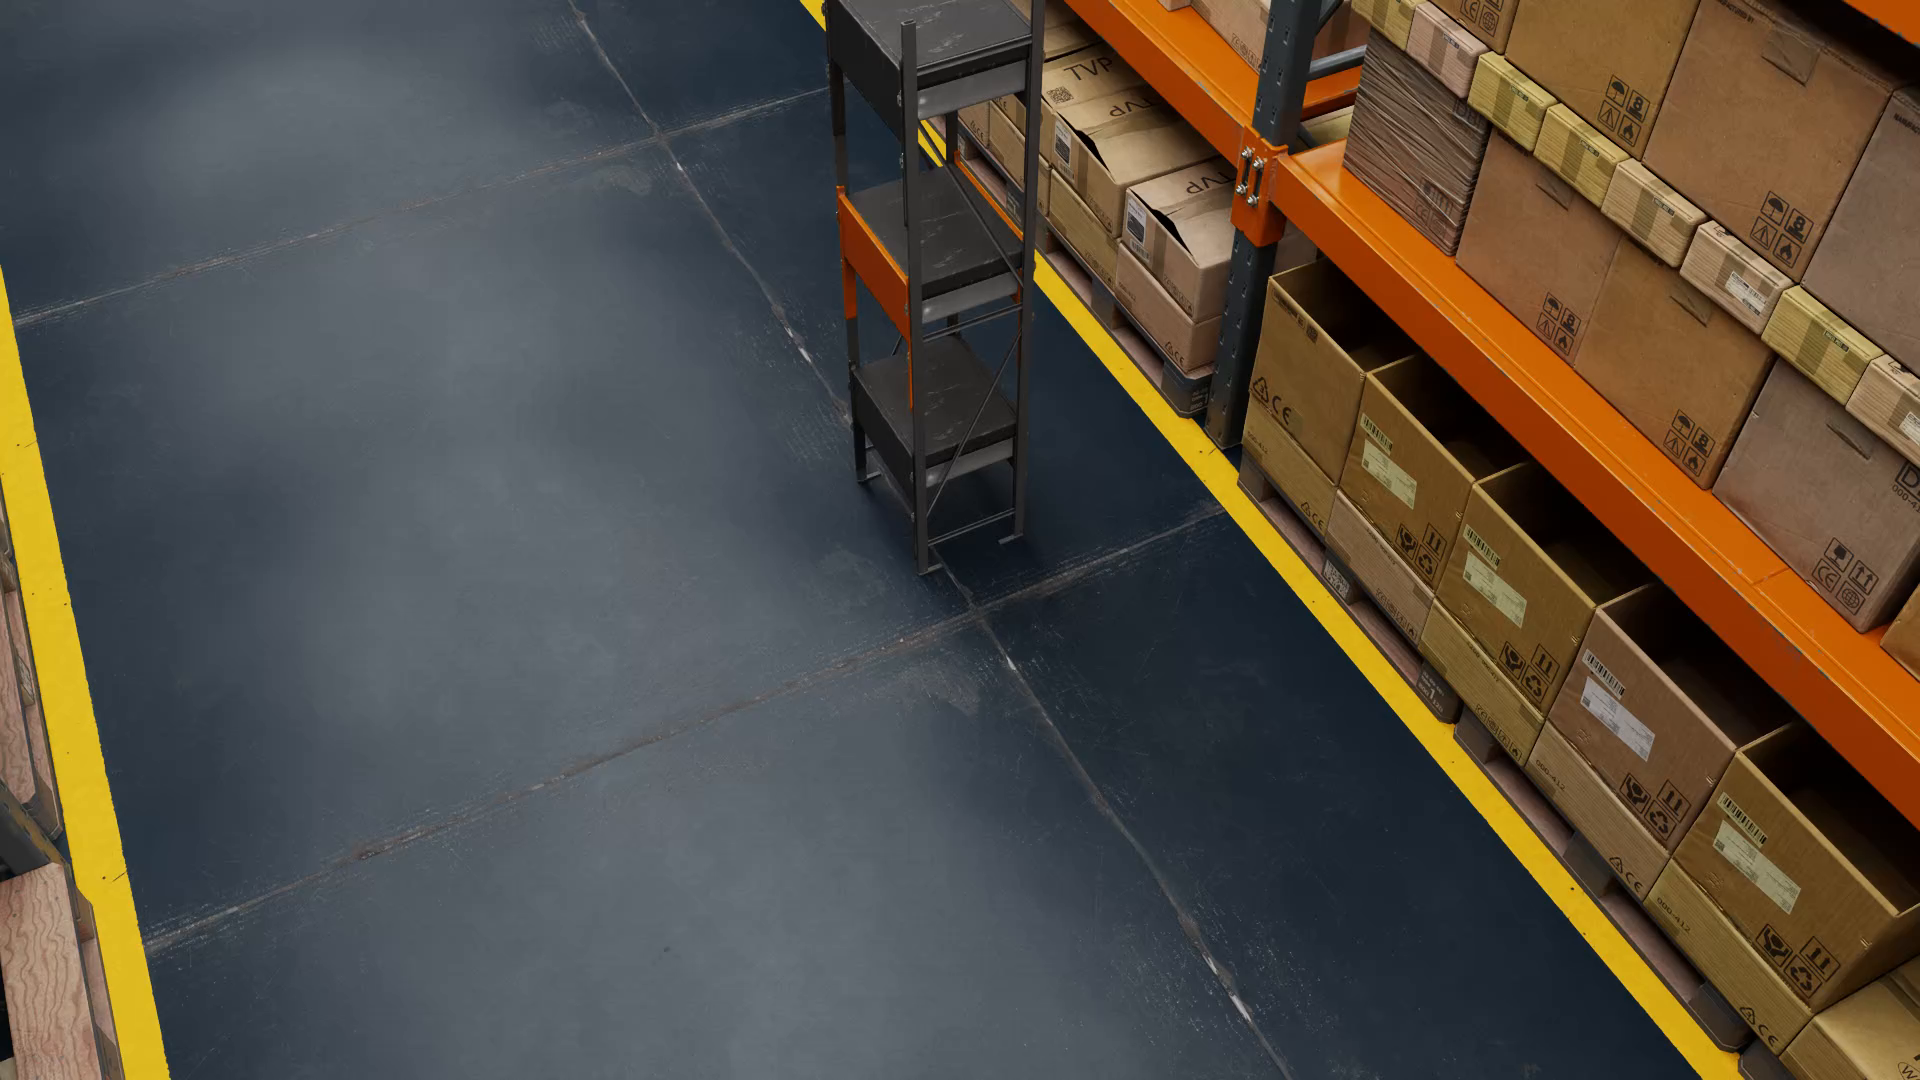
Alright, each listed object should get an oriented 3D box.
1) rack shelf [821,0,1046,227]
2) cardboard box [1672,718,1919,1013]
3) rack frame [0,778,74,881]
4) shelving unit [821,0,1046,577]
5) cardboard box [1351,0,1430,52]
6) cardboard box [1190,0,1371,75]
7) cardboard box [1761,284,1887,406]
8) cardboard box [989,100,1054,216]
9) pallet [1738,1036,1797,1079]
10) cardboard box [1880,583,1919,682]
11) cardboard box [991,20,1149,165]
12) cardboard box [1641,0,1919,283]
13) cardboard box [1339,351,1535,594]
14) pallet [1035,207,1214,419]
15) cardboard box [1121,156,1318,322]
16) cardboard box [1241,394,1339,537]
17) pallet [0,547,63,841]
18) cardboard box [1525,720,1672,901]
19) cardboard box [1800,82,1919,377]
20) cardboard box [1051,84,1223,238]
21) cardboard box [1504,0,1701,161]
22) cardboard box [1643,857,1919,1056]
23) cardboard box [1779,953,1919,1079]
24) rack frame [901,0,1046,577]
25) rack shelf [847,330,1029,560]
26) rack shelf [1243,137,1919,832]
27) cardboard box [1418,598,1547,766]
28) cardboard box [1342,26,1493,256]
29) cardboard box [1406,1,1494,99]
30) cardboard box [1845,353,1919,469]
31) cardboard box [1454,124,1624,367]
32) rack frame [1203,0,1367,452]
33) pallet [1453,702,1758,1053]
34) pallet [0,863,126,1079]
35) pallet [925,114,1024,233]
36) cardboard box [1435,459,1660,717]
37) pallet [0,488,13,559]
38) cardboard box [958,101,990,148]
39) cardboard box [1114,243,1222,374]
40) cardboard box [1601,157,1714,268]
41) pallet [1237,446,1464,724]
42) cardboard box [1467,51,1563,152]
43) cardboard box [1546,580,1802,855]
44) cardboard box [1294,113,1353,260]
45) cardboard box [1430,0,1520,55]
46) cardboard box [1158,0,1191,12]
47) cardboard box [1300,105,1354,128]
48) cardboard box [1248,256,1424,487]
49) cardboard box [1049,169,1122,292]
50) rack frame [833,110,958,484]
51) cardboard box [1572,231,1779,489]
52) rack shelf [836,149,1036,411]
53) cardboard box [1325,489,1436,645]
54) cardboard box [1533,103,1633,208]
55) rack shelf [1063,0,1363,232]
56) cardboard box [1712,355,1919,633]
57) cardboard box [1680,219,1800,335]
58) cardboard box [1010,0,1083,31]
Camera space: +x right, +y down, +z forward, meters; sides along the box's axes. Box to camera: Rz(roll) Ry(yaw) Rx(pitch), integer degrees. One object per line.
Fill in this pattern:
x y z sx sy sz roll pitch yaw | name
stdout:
-0.076 -1.254 4.540 0.431 0.518 0.480 -21 52 -18 | rack shelf
2.214 0.758 4.144 0.500 0.500 0.500 -21 52 -18 | cardboard box
-3.039 0.190 3.591 1.000 3.000 0.127 -21 52 -18 | rack frame
-0.076 -0.802 5.057 0.431 2.100 0.503 -21 52 -18 | shelving unit
1.315 -1.518 4.588 0.380 0.149 0.250 -21 52 -18 | cardboard box
1.100 -1.784 5.417 0.500 0.250 0.500 -18 51 -15 | cardboard box
2.027 -0.483 3.682 0.380 0.149 0.250 -22 52 -18 | cardboard box
0.452 -1.611 6.714 0.500 0.250 0.500 -20 52 -17 | cardboard box
2.807 1.579 4.228 1.003 0.211 1.213 -21 52 -18 | pallet
2.526 0.125 3.582 0.700 0.500 0.500 -21 52 -17 | cardboard box
0.454 -1.789 6.497 0.500 0.311 0.500 -21 52 -18 | cardboard box
2.034 -1.010 3.713 0.700 0.500 0.500 -21 52 -18 | cardboard box
1.534 -0.248 5.024 0.500 0.500 0.500 -21 52 -18 | cardboard box
0.992 -1.080 6.554 1.003 0.211 1.213 -21 52 -18 | pallet
0.924 -1.108 5.902 0.500 0.311 0.500 -21 52 -18 | cardboard box
1.307 -0.337 5.599 0.500 0.250 0.500 -21 52 -18 | cardboard box
-3.396 0.588 5.096 1.003 0.211 1.213 -21 52 -18 | pallet
1.989 0.669 4.720 0.500 0.250 0.500 -21 52 -18 | cardboard box
2.262 -0.676 3.420 0.700 0.500 0.500 -21 52 -17 | cardboard box
0.680 -1.454 6.204 0.500 0.311 0.500 -20 52 -17 | cardboard box
1.805 -1.346 4.006 0.700 0.500 0.500 -21 52 -18 | cardboard box
2.217 1.004 4.427 0.500 0.250 0.500 -21 52 -18 | cardboard box
2.447 1.338 4.135 0.500 0.250 0.500 -21 52 -18 | cardboard box
0.036 -0.639 4.914 0.400 2.100 0.015 -21 52 -18 | rack frame
-0.076 -0.332 5.594 0.431 0.518 0.480 -21 52 -18 | rack shelf
2.279 0.057 4.185 1.077 0.370 4.000 -21 52 -18 | rack shelf
1.755 0.336 5.011 0.500 0.250 0.500 -21 52 -18 | cardboard box
1.573 -1.257 4.790 0.700 0.500 0.500 -22 53 -18 | cardboard box
1.430 -1.350 4.441 0.380 0.149 0.250 -20 52 -17 | cardboard box
2.139 -0.315 3.536 0.380 0.149 0.250 -22 52 -18 | cardboard box
1.820 -0.906 4.483 0.700 0.500 0.500 -22 52 -18 | cardboard box
1.364 -1.518 5.085 1.000 3.000 0.127 -21 52 -18 | rack frame
2.253 0.764 4.942 1.003 0.211 1.213 -21 52 -18 | pallet
-2.700 1.546 4.258 1.003 0.211 1.213 -21 52 -18 | pallet
0.430 -1.898 7.269 1.003 0.211 1.213 -21 52 -18 | pallet
1.756 0.089 4.729 0.500 0.500 0.500 -21 52 -18 | cardboard box
-3.959 -0.230 5.811 1.003 0.211 1.213 -21 52 -18 | pallet
0.221 -1.952 7.012 0.500 0.250 0.500 -20 52 -17 | cardboard box
0.917 -0.929 6.118 0.500 0.250 0.500 -22 52 -18 | cardboard box
1.783 -0.835 3.990 0.380 0.149 0.250 -23 53 -19 | cardboard box
1.691 -0.054 5.657 1.003 0.211 1.213 -21 52 -18 | pallet
1.550 -1.178 4.290 0.380 0.149 0.250 -22 53 -18 | cardboard box
1.986 0.423 4.437 0.500 0.500 0.500 -21 52 -18 | cardboard box
1.396 -1.298 6.068 0.500 0.311 0.500 -21 52 -17 | cardboard box
1.573 -1.684 4.301 0.700 0.500 0.500 -21 52 -17 | cardboard box
0.798 -1.999 5.595 0.396 0.266 0.258 -22 52 -18 | cardboard box
1.172 -1.635 6.363 0.500 0.311 0.500 -22 52 -18 | cardboard box
1.298 -0.580 5.314 0.500 0.500 0.500 -21 52 -18 | cardboard box
0.687 -1.268 6.414 0.500 0.250 0.500 -22 52 -18 | cardboard box
-0.187 -0.965 5.199 0.400 2.100 0.015 -21 52 -18 | rack frame
2.046 -0.569 4.188 0.700 0.500 0.500 -20 52 -17 | cardboard box
-0.076 -0.793 5.067 0.431 0.518 0.480 -21 52 -18 | rack shelf
1.531 0.000 5.305 0.500 0.250 0.500 -21 52 -18 | cardboard box
1.671 -1.003 4.137 0.380 0.149 0.250 -22 52 -18 | cardboard box
0.449 -2.620 6.527 1.077 0.370 4.000 -21 52 -18 | rack shelf
2.281 -0.226 3.889 0.700 0.500 0.500 -20 52 -16 | cardboard box
1.908 -0.657 3.835 0.380 0.149 0.250 -23 53 -19 | cardboard box
0.227 -2.127 6.793 0.500 0.311 0.500 -22 52 -18 | cardboard box
